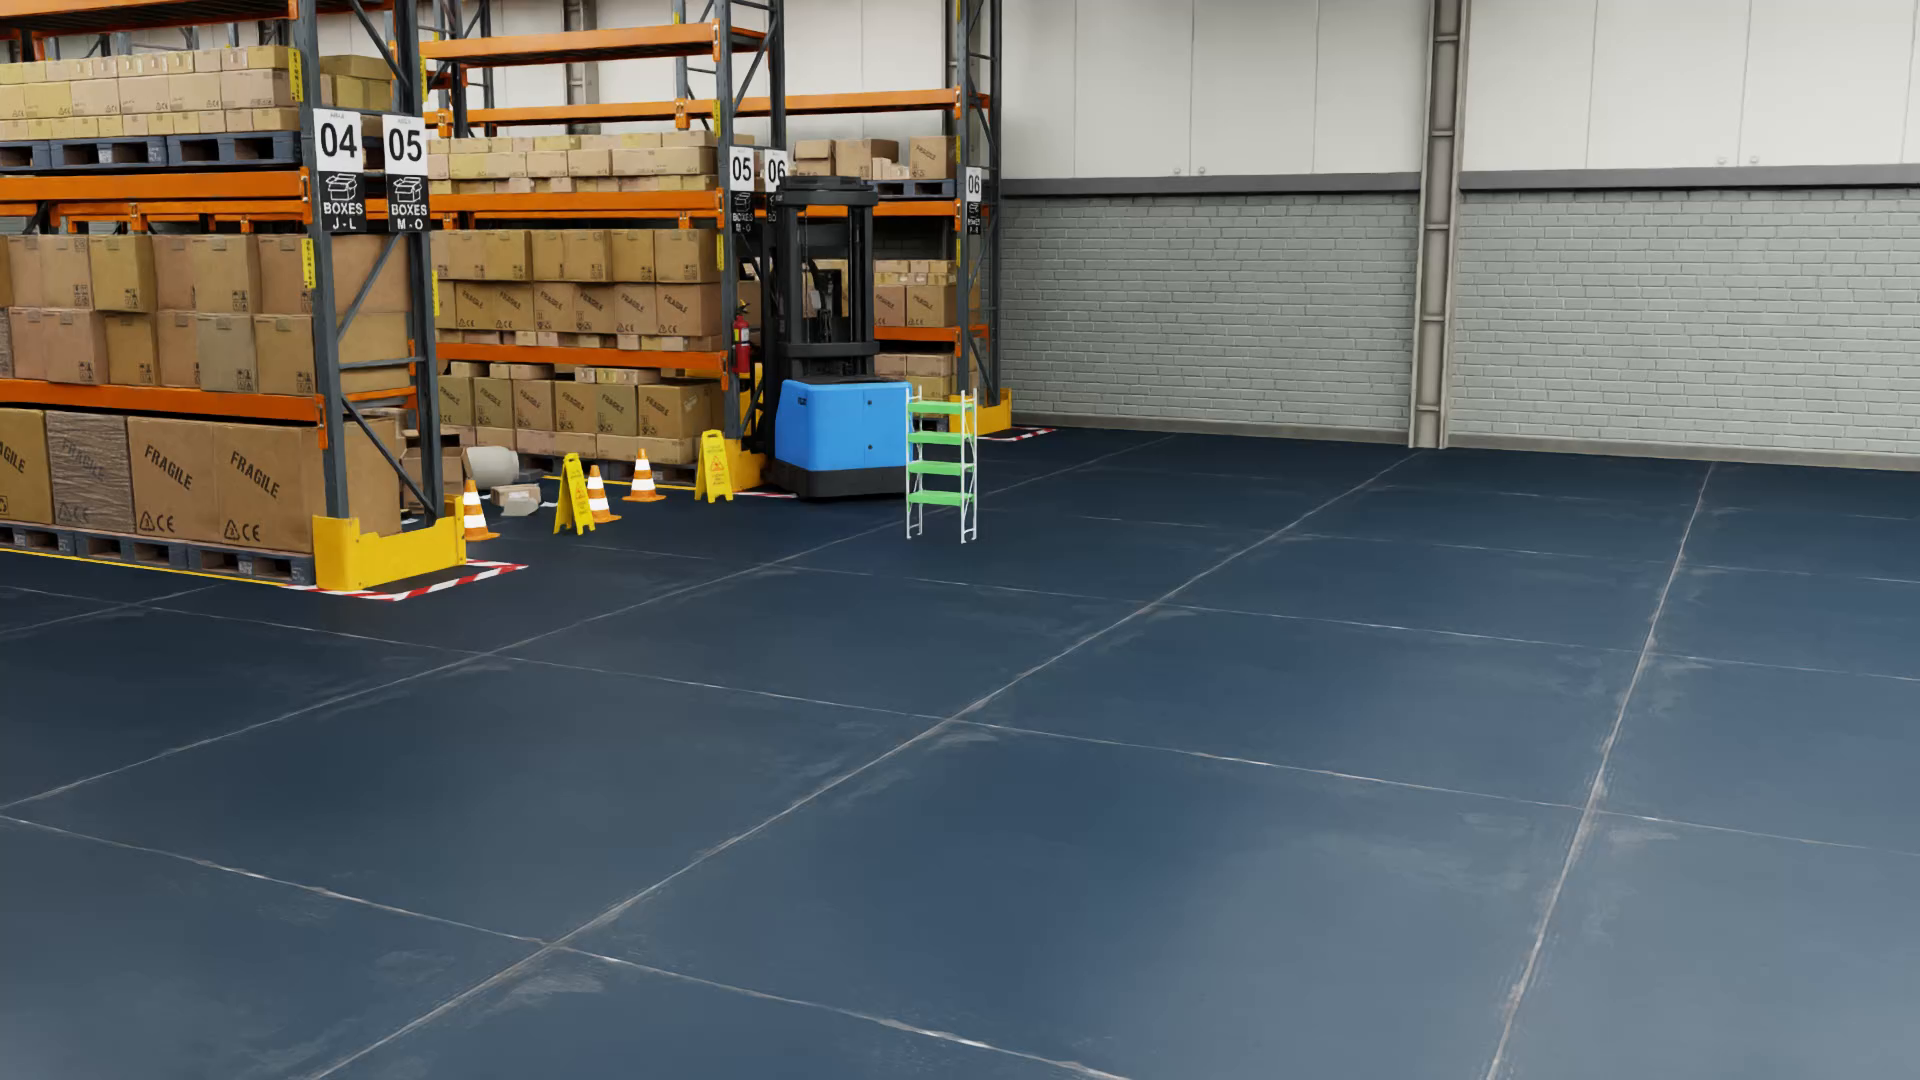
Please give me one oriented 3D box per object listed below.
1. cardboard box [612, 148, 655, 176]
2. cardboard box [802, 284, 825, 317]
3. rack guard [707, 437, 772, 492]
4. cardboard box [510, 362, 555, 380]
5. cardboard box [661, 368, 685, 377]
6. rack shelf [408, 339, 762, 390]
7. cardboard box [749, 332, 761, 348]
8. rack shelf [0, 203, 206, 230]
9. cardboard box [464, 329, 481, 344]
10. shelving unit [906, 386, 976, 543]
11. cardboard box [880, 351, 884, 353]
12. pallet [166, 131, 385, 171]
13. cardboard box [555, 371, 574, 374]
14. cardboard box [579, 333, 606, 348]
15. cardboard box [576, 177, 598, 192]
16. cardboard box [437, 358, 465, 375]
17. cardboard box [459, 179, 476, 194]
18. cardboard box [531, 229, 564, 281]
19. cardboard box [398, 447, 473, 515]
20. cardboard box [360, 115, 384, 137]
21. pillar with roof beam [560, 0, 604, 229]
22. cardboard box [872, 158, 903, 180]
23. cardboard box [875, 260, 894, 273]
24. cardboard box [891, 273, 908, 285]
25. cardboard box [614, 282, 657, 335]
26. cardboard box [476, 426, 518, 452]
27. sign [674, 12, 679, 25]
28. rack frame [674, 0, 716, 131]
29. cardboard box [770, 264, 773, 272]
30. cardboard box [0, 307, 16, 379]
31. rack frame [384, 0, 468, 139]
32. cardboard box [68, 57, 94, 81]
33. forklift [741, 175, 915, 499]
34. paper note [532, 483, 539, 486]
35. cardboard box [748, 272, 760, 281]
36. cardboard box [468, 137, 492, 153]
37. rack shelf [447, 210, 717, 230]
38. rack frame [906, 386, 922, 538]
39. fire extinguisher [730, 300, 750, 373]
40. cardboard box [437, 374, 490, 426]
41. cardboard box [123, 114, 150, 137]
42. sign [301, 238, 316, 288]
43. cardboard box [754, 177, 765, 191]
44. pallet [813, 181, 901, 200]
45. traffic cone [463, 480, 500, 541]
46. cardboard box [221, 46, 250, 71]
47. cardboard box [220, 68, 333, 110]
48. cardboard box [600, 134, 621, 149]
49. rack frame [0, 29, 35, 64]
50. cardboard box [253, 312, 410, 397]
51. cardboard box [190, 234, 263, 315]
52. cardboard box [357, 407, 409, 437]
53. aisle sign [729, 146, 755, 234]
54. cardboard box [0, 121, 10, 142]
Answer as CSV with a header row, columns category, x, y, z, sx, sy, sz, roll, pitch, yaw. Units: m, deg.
category,x,y,z,sx,sy,sz,roll,pitch,yaw
cardboard box,-2.980,-3.617,15.955,0.500,0.250,0.500,5,11,25
cardboard box,-1.698,-2.989,21.040,0.500,0.500,0.500,5,11,26
rack guard,-2.025,-0.805,16.274,0.348,0.500,1.175,5,11,26
cardboard box,-4.345,-1.716,16.904,0.250,0.149,0.380,6,12,29
cardboard box,-3.824,-2.215,22.533,0.625,0.625,0.875,6,12,28
rack shelf,-3.751,-1.833,16.953,4.000,0.370,1.077,5,11,26
cardboard box,-2.170,-1.965,16.371,0.250,0.149,0.380,5,11,26
rack shelf,-10.925,-3.939,20.169,4.000,0.370,1.077,5,11,26
cardboard box,-4.903,-2.117,17.209,0.250,0.149,0.380,5,11,26
shelving unit,-0.148,-0.603,13.195,0.503,1.200,0.258,5,11,26
cardboard box,-1.233,-2.232,20.872,0.500,0.250,0.500,5,11,27
pallet,-4.727,-2.720,11.661,1.213,0.211,1.003,5,11,26
cardboard box,-4.438,-1.523,17.660,0.500,0.500,0.500,5,12,27
cardboard box,-3.565,-1.990,16.510,0.250,0.149,0.380,5,11,25
cardboard box,-3.537,-3.470,16.264,0.250,0.149,0.380,5,11,24
cardboard box,-7.413,-2.428,24.063,0.500,0.500,0.500,5,12,27
cardboard box,-4.892,-3.601,16.989,0.250,0.149,0.380,5,11,26
cardboard box,-3.851,-2.848,16.622,0.500,0.500,0.700,5,11,25
cardboard box,-4.653,-0.535,14.771,0.637,0.503,0.797,-2,11,-14
cardboard box,-4.222,-2.917,11.747,0.250,0.149,0.380,5,11,26
pillar with roof beam,-7.275,-5.758,19.778,0.400,9.000,9.100,5,11,26
cardboard box,-0.869,-4.525,20.302,0.258,0.266,0.396,5,11,26
cardboard box,-0.851,-3.394,20.621,0.250,0.149,0.380,5,11,26
cardboard box,-0.647,-3.219,20.489,0.250,0.149,0.380,5,12,27
cardboard box,-3.013,-2.264,16.198,0.500,0.500,0.500,5,11,26
cardboard box,-4.651,-1.068,17.250,0.500,0.250,0.500,6,12,29
sign,-3.581,-6.500,21.033,0.005,0.325,0.100,5,11,26
rack frame,-3.351,-6.089,21.608,0.127,3.000,1.000,5,11,26
cardboard box,-2.259,-3.502,21.219,0.250,0.149,0.380,5,11,25
cardboard box,-7.308,-1.592,13.184,0.550,0.550,0.875,5,11,26
rack frame,-5.544,-5.296,17.226,0.127,3.000,1.000,5,11,26
cardboard box,-6.104,-3.343,11.865,0.250,0.149,0.380,5,11,26
forklift,-1.480,-2.033,16.231,1.130,2.935,3.031,-5,11,-24
paper note,-4.173,-0.537,16.113,0.148,0.019,0.142,1,10,6
cardboard box,-2.515,-3.371,21.331,0.250,0.149,0.380,5,12,27
cardboard box,-4.704,-3.949,16.671,0.250,0.149,0.380,5,11,25
rack shelf,-5.145,-4.417,22.810,4.000,0.370,1.077,5,11,26
rack frame,-0.367,-0.623,13.302,0.015,1.200,0.240,5,11,26
fire extinguisher,-2.058,-1.908,15.569,0.183,0.674,0.296,5,11,26
cardboard box,-5.135,-1.477,17.406,0.500,0.500,0.500,6,12,29
cardboard box,-5.644,-2.911,11.715,0.250,0.149,0.380,5,11,26
sign,-4.309,-1.831,11.009,0.005,0.325,0.100,5,11,26
cardboard box,-2.111,-3.459,16.205,0.250,0.149,0.380,5,11,26
pallet,-1.485,-4.410,21.002,1.213,0.211,1.003,5,11,26
traffic cone,-3.905,-0.251,13.317,0.334,0.463,0.336,5,11,26
cardboard box,-4.732,-3.223,11.201,0.250,0.149,0.380,5,11,26
cardboard box,-4.619,-3.029,11.246,0.500,0.250,0.500,5,11,27
cardboard box,-3.263,-3.846,16.099,0.250,0.149,0.380,5,11,26
rack frame,-7.644,-4.498,12.814,0.127,3.000,1.000,5,11,26
cardboard box,-4.410,-1.326,11.715,0.550,0.550,0.875,5,11,26
cardboard box,-4.906,-1.900,11.851,0.550,0.550,0.875,5,11,26
cardboard box,-6.016,-1.299,18.183,0.625,0.372,0.950,5,11,27
aisle sign,-2.030,-3.257,15.504,0.004,0.787,0.394,5,11,26
cardboard box,-7.012,-3.031,12.377,0.250,0.149,0.380,5,11,26
